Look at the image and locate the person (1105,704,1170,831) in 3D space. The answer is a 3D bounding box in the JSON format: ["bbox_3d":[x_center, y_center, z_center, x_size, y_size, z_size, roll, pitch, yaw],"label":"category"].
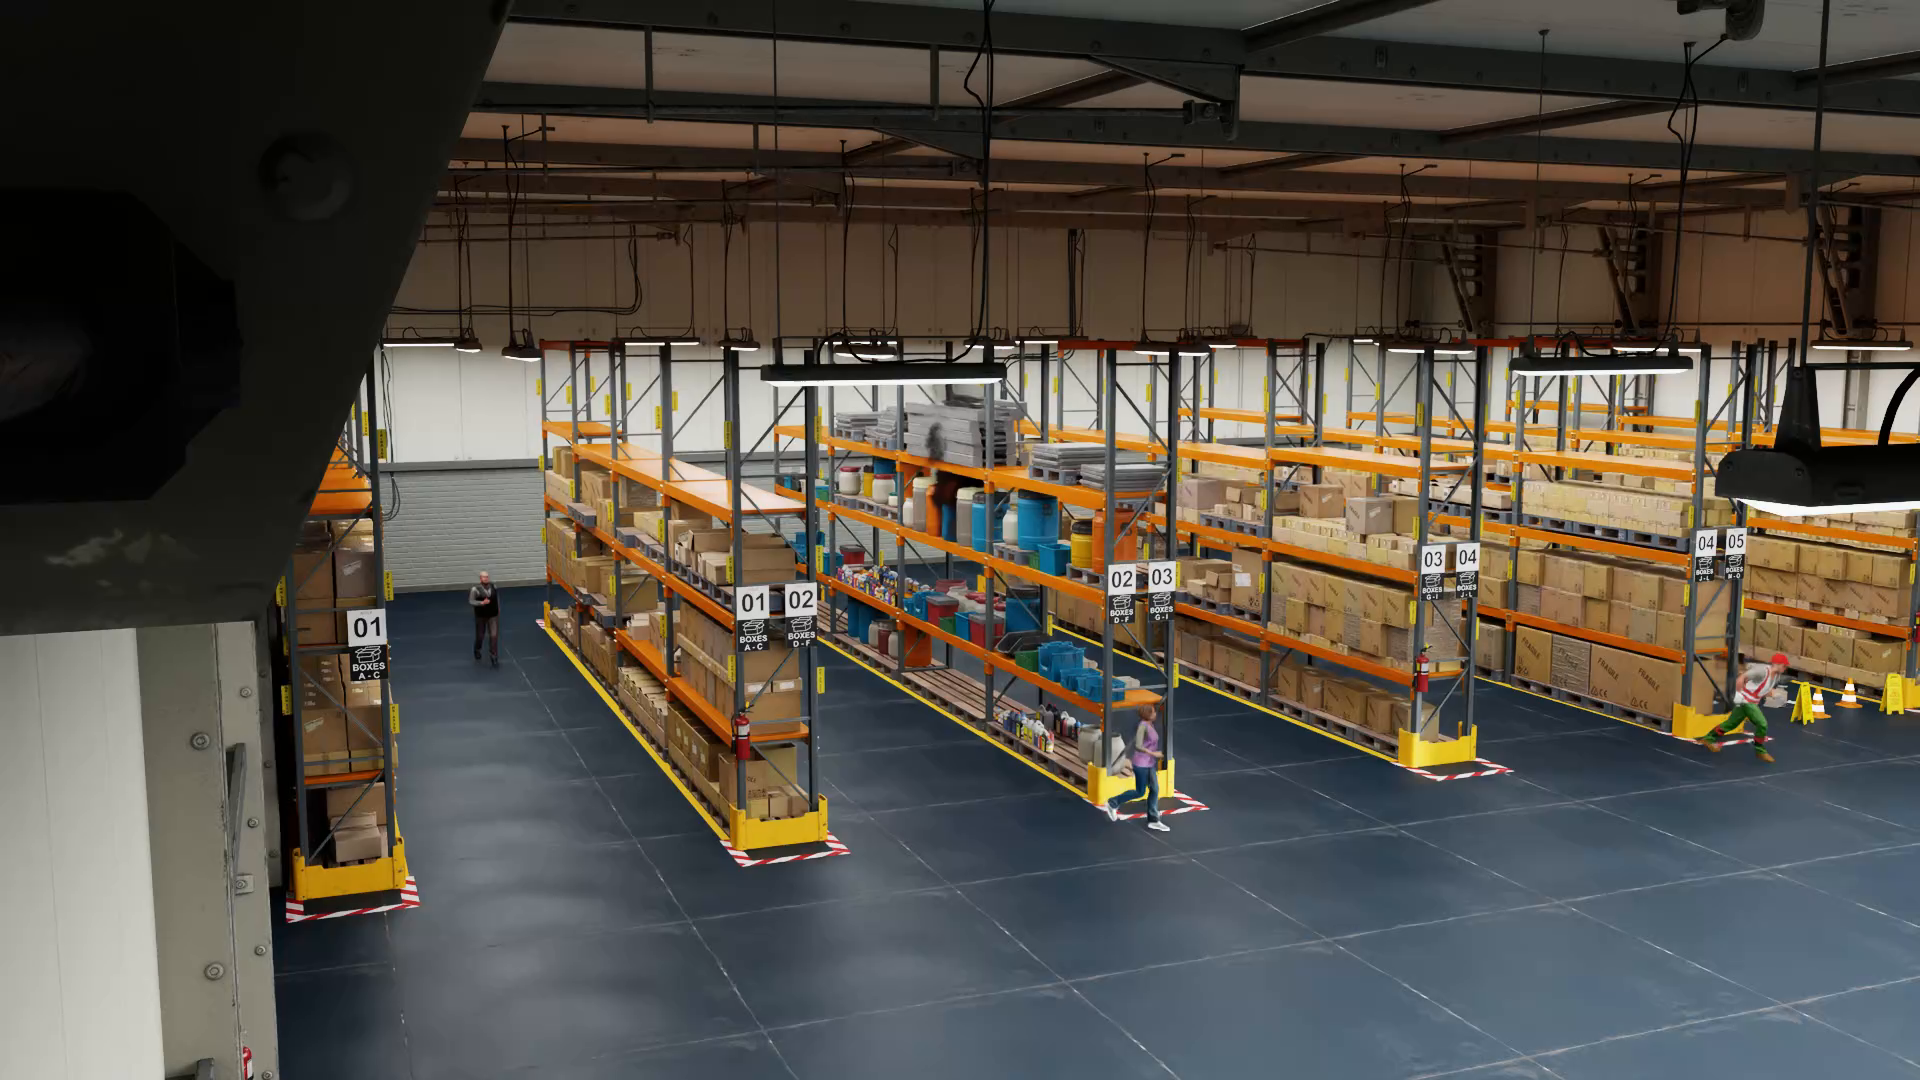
[{"bbox_3d":[2.275,2.837,20.961,0.815,1.584,0.583,3,8,19],"label":"person"}]

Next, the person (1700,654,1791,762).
[{"bbox_3d":[11.459,2.391,24.256,0.674,1.591,1.151,-7,10,-44],"label":"person"}]

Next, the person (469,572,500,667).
[{"bbox_3d":[-8.818,1.438,30.886,0.645,1.732,0.947,-5,9,-33],"label":"person"}]
